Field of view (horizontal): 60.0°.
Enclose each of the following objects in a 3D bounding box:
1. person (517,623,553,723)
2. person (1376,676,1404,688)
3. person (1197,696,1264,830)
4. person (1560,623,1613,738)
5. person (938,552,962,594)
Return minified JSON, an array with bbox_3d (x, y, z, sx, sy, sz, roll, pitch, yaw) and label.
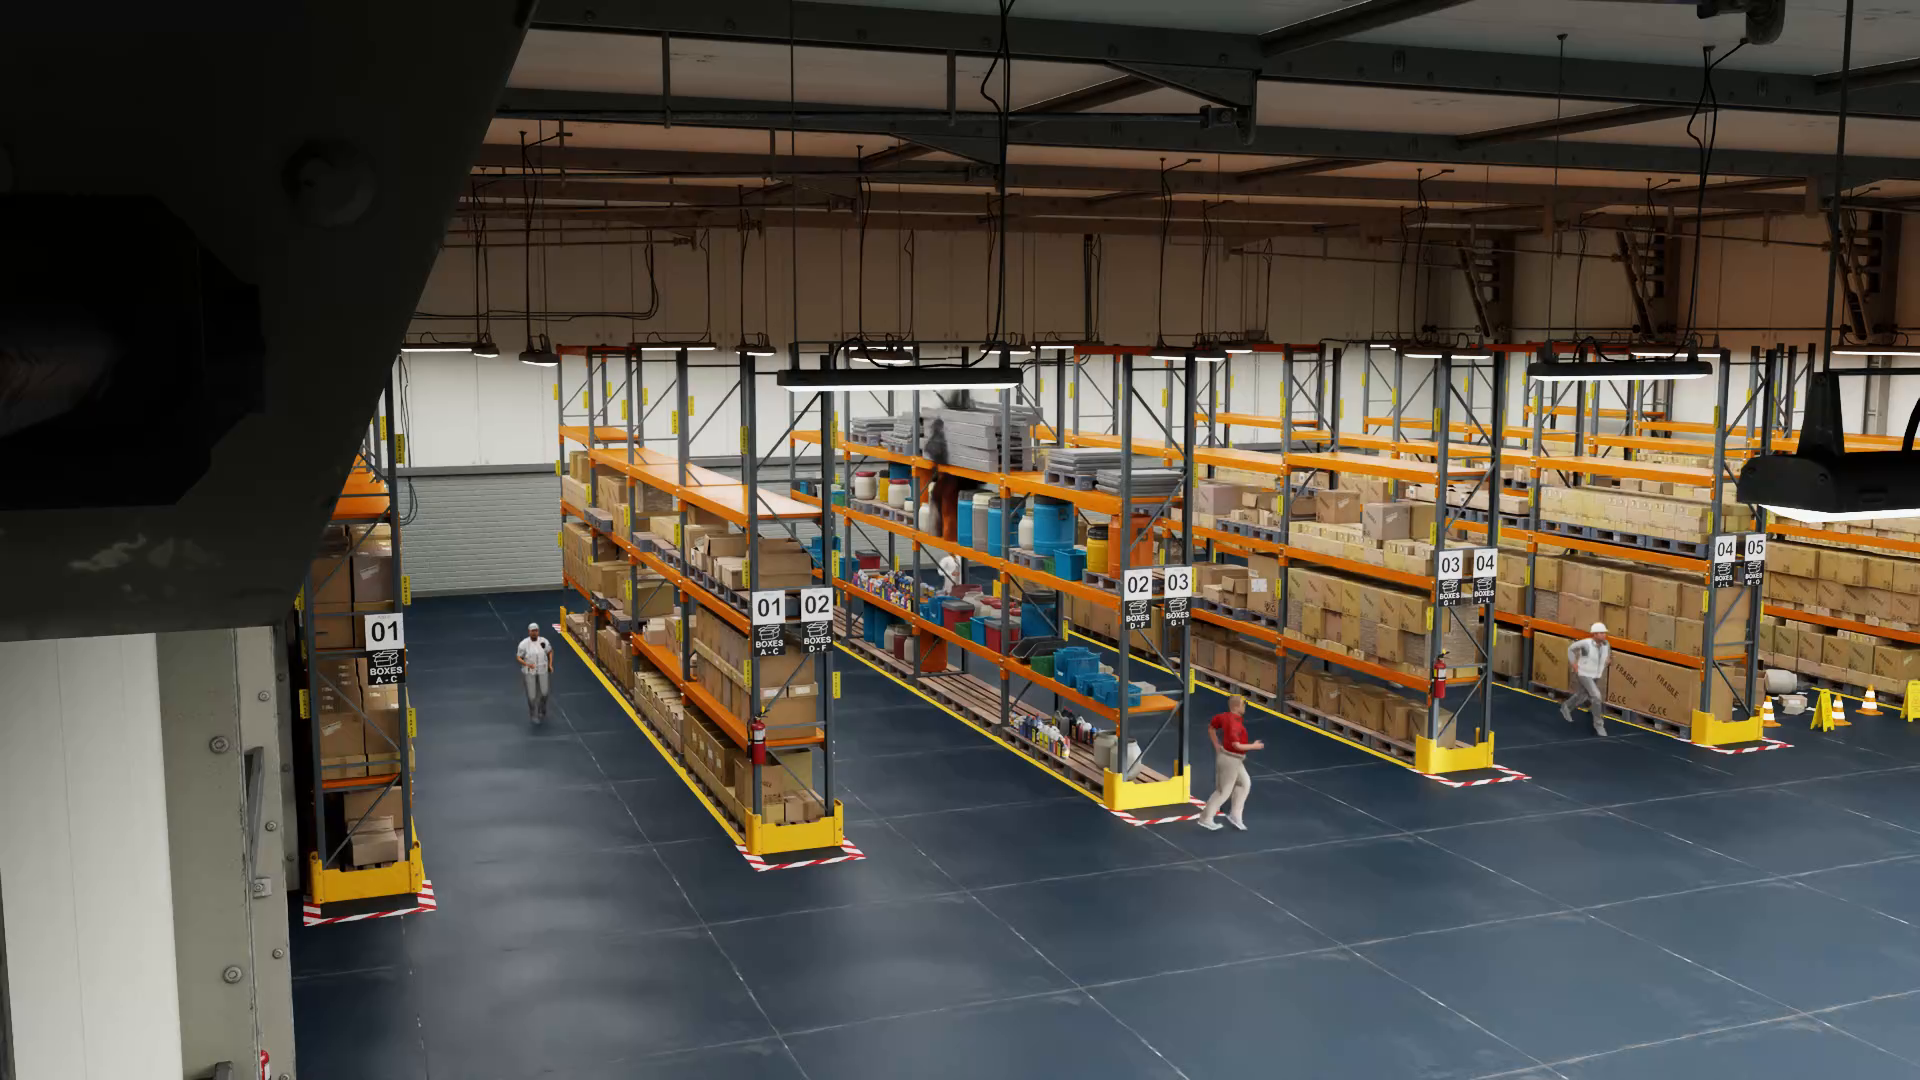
[{"bbox_3d":[-6.799,2.144,26.706,0.599,1.628,0.539,-3,8,-22],"label":"person"},{"bbox_3d":[7.745,1.741,29.420,0.671,1.749,0.588,-4,8,-29],"label":"person"},{"bbox_3d":[3.407,2.851,20.927,0.825,1.797,0.604,0,7,3],"label":"person"},{"bbox_3d":[9.875,2.150,26.222,0.658,1.787,1.016,-4,8,-28],"label":"person"},{"bbox_3d":[-0.143,0.973,35.025,0.710,1.771,1.034,-5,9,-33],"label":"person"}]
